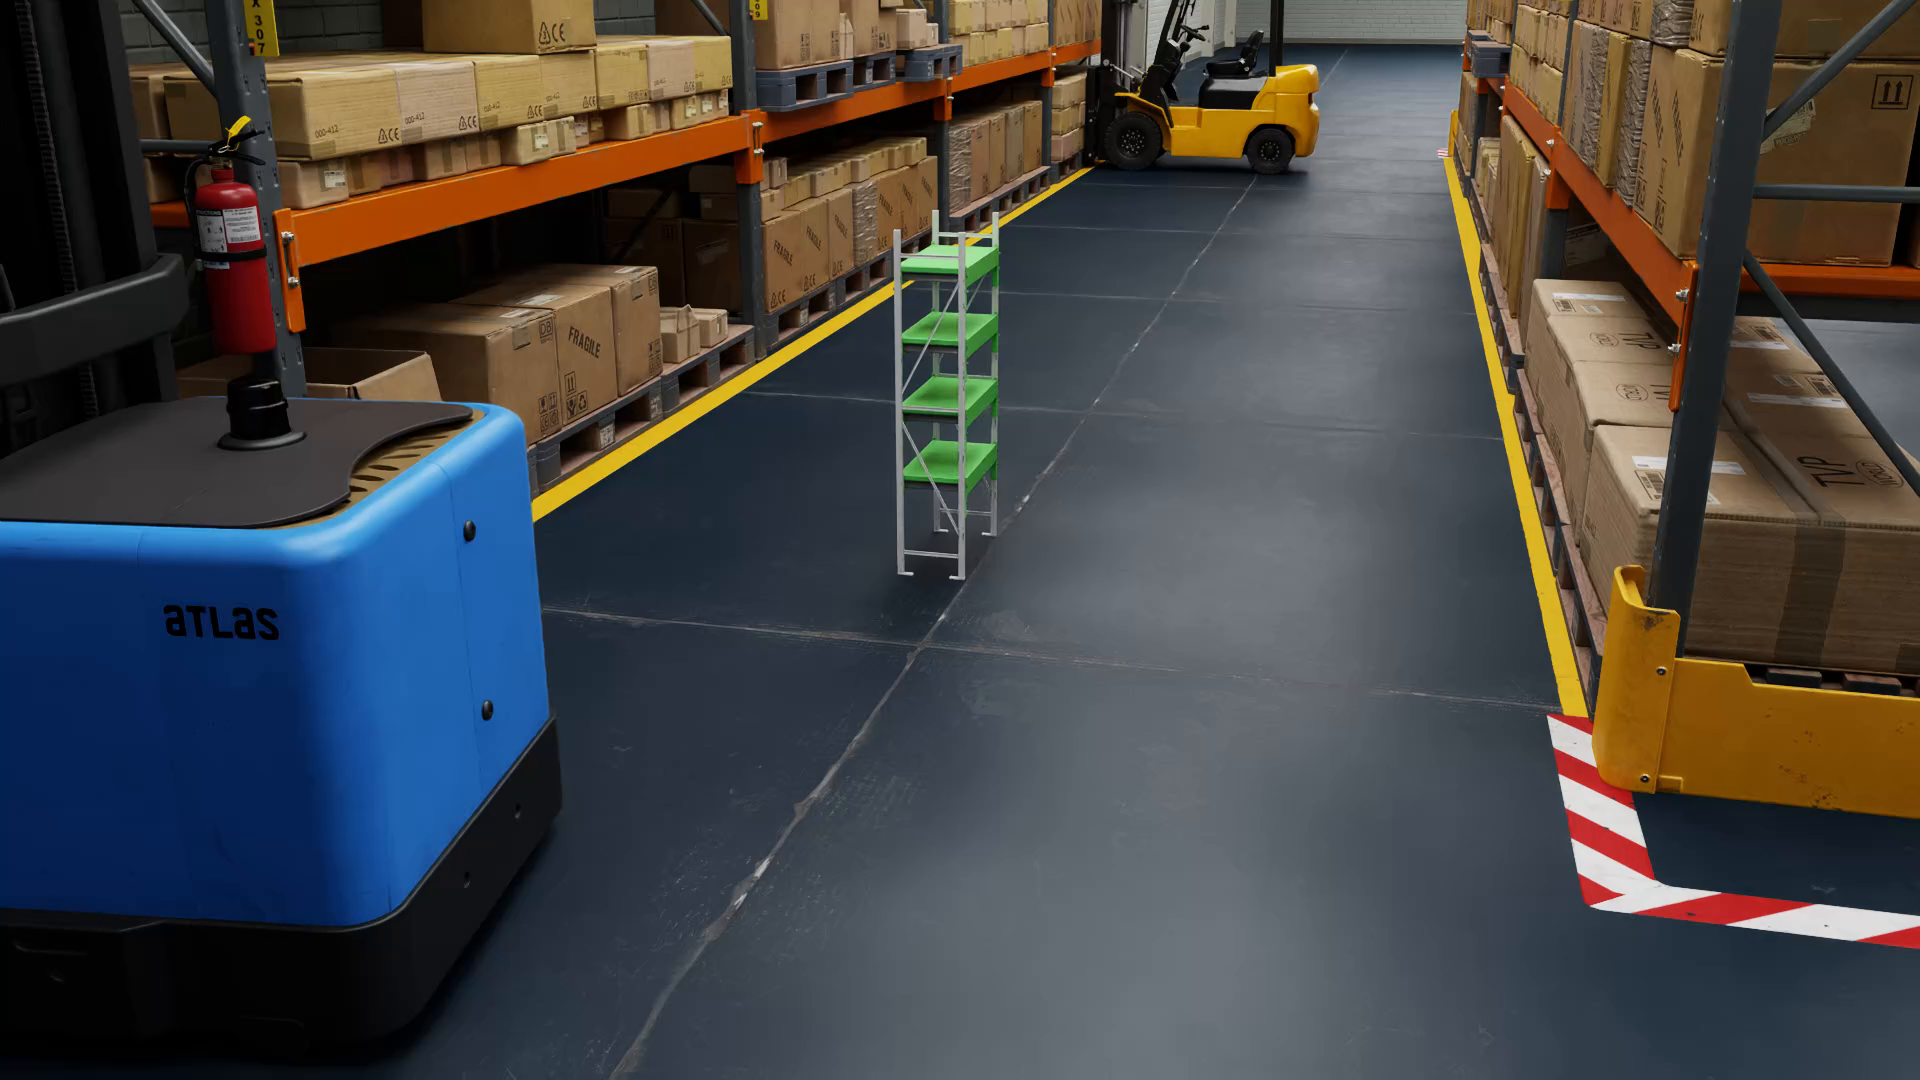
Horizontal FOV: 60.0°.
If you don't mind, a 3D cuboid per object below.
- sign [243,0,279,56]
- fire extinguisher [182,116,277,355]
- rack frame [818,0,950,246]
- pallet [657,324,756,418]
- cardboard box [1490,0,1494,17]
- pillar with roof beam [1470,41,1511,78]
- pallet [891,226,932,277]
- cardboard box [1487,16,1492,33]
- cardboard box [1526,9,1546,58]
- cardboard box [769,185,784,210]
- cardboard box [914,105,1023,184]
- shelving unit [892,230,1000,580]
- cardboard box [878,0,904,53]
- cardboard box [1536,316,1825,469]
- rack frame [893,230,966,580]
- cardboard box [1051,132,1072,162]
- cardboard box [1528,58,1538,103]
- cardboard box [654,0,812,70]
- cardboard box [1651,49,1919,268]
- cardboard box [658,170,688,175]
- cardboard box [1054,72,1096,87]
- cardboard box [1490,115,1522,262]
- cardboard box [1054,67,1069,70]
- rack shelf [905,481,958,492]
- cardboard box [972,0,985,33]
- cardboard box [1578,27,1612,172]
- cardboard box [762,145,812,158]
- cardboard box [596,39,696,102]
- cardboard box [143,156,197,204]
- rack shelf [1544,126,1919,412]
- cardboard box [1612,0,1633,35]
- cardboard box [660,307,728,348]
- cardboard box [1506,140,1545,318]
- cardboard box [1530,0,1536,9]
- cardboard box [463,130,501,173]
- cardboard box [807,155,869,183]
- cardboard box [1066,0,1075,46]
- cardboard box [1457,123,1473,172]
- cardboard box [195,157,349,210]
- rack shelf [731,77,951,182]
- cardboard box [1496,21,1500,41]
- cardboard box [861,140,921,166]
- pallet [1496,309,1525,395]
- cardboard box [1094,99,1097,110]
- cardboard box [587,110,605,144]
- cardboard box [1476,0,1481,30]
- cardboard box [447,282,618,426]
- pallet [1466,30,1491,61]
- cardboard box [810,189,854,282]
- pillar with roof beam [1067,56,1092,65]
[{"bbox_3d":[-2.008,-1.550,4.745,0.100,0.325,0.005,5,19,13],"label":"sign"},{"bbox_3d":[-2.122,-0.887,4.841,0.296,0.674,0.183,5,19,13],"label":"fire extinguisher"},{"bbox_3d":[-0.580,-3.690,12.351,1.000,3.000,0.127,5,19,13],"label":"rack frame"},{"bbox_3d":[-1.726,-0.902,8.501,1.003,0.211,1.213,5,19,13],"label":"pallet"},{"bbox_3d":[4.448,-4.343,12.997,0.500,0.500,0.500,4,19,11],"label":"cardboard box"},{"bbox_3d":[8.093,-1.181,7.311,11.046,1.510,9.021,5,19,13],"label":"pillar with roof beam"},{"bbox_3d":[-0.799,-2.140,12.125,1.003,0.211,1.213,5,19,13],"label":"pallet"},{"bbox_3d":[4.701,-4.407,14.189,0.380,0.149,0.250,5,20,14],"label":"cardboard box"},{"bbox_3d":[3.473,-2.851,9.351,0.500,0.250,0.500,5,19,14],"label":"cardboard box"},{"bbox_3d":[-1.219,-1.944,9.451,0.380,0.149,0.250,4,19,12],"label":"cardboard box"},{"bbox_3d":[0.584,-4.276,17.090,0.963,0.625,4.871,5,19,14],"label":"cardboard box"},{"bbox_3d":[7.155,-1.278,8.074,13.061,1.200,8.595,5,19,13],"label":"shelving unit"},{"bbox_3d":[-0.799,-3.412,10.726,0.797,0.503,0.637,4,19,12],"label":"cardboard box"},{"bbox_3d":[2.782,-0.563,6.509,0.875,0.438,0.875,4,19,12],"label":"cardboard box"},{"bbox_3d":[-0.100,-0.439,5.618,0.240,1.200,0.015,5,19,13],"label":"rack frame"},{"bbox_3d":[0.837,-3.967,16.765,0.500,0.250,0.500,5,19,14],"label":"cardboard box"},{"bbox_3d":[3.512,-2.614,9.431,0.500,0.250,0.500,5,19,13],"label":"cardboard box"},{"bbox_3d":[-1.222,-2.817,8.989,0.700,0.500,0.500,5,20,15],"label":"cardboard box"},{"bbox_3d":[2.141,-1.011,4.353,0.500,0.500,0.500,5,19,14],"label":"cardboard box"},{"bbox_3d":[-1.600,-2.140,10.025,0.380,0.149,0.250,4,19,11],"label":"cardboard box"},{"bbox_3d":[1.201,-4.922,18.014,0.500,0.250,0.500,4,19,12],"label":"cardboard box"},{"bbox_3d":[3.985,-2.283,10.868,0.875,0.875,0.875,4,19,13],"label":"cardboard box"},{"bbox_3d":[0.955,-5.276,19.050,0.500,0.250,0.500,5,19,13],"label":"cardboard box"},{"bbox_3d":[-0.040,-0.255,5.931,0.199,0.029,0.442,5,19,13],"label":"rack shelf"},{"bbox_3d":[-0.111,-4.133,13.104,0.500,0.250,0.500,5,20,15],"label":"cardboard box"},{"bbox_3d":[2.634,-1.654,6.234,0.500,0.500,0.500,5,19,14],"label":"cardboard box"},{"bbox_3d":[-1.240,-2.631,11.464,0.380,0.149,0.250,4,19,11],"label":"cardboard box"},{"bbox_3d":[-1.553,-2.169,7.670,0.500,0.250,0.500,5,19,14],"label":"cardboard box"},{"bbox_3d":[-2.714,-1.189,5.417,0.380,0.149,0.250,4,19,13],"label":"cardboard box"},{"bbox_3d":[2.768,-1.078,5.817,1.077,0.370,4.000,5,19,13],"label":"rack shelf"},{"bbox_3d":[2.515,-1.961,5.586,0.500,0.500,0.500,5,19,13],"label":"cardboard box"},{"bbox_3d":[-1.408,-1.088,8.494,0.380,0.149,0.250,4,19,12],"label":"cardboard box"},{"bbox_3d":[3.544,-1.723,9.230,0.966,0.875,0.966,3,19,9],"label":"cardboard box"},{"bbox_3d":[7.027,-4.727,11.663,5.801,1.807,6.767,5,20,15],"label":"cardboard box"},{"bbox_3d":[-1.960,-1.472,6.245,0.380,0.149,0.250,5,19,14],"label":"cardboard box"},{"bbox_3d":[-0.806,-2.425,10.860,0.380,0.149,0.250,4,19,11],"label":"cardboard box"},{"bbox_3d":[0.870,-5.274,16.834,0.500,0.500,0.500,5,19,14],"label":"cardboard box"},{"bbox_3d":[6.535,-2.821,10.334,6.524,2.239,14.433,5,20,15],"label":"cardboard box"},{"bbox_3d":[-2.188,-1.145,5.289,0.380,0.149,0.250,5,19,13],"label":"cardboard box"},{"bbox_3d":[-1.068,-2.723,10.632,1.077,0.370,4.000,5,19,13],"label":"rack shelf"},{"bbox_3d":[4.169,-3.751,12.268,0.380,0.149,0.250,4,19,11],"label":"cardboard box"},{"bbox_3d":[-0.491,-2.750,11.813,0.380,0.149,0.250,4,19,11],"label":"cardboard box"},{"bbox_3d":[3.373,-0.974,8.712,1.003,0.211,1.213,5,19,13],"label":"pallet"},{"bbox_3d":[1.195,-4.678,18.074,0.500,0.250,0.500,5,19,13],"label":"cardboard box"},{"bbox_3d":[-1.770,-1.797,7.196,0.380,0.149,0.250,5,19,14],"label":"cardboard box"},{"bbox_3d":[5.321,-5.225,16.229,0.500,0.500,0.500,5,20,15],"label":"cardboard box"},{"bbox_3d":[-1.820,-0.806,7.123,0.500,0.500,0.500,5,19,14],"label":"cardboard box"},{"bbox_3d":[4.884,-4.234,14.241,1.003,0.211,1.213,5,19,13],"label":"pallet"},{"bbox_3d":[-0.974,-1.910,10.356,0.500,0.500,0.500,4,19,12],"label":"cardboard box"},{"bbox_3d":[5.971,-10.430,22.802,9.100,9.000,0.400,5,19,13],"label":"pillar with roof beam"}]
